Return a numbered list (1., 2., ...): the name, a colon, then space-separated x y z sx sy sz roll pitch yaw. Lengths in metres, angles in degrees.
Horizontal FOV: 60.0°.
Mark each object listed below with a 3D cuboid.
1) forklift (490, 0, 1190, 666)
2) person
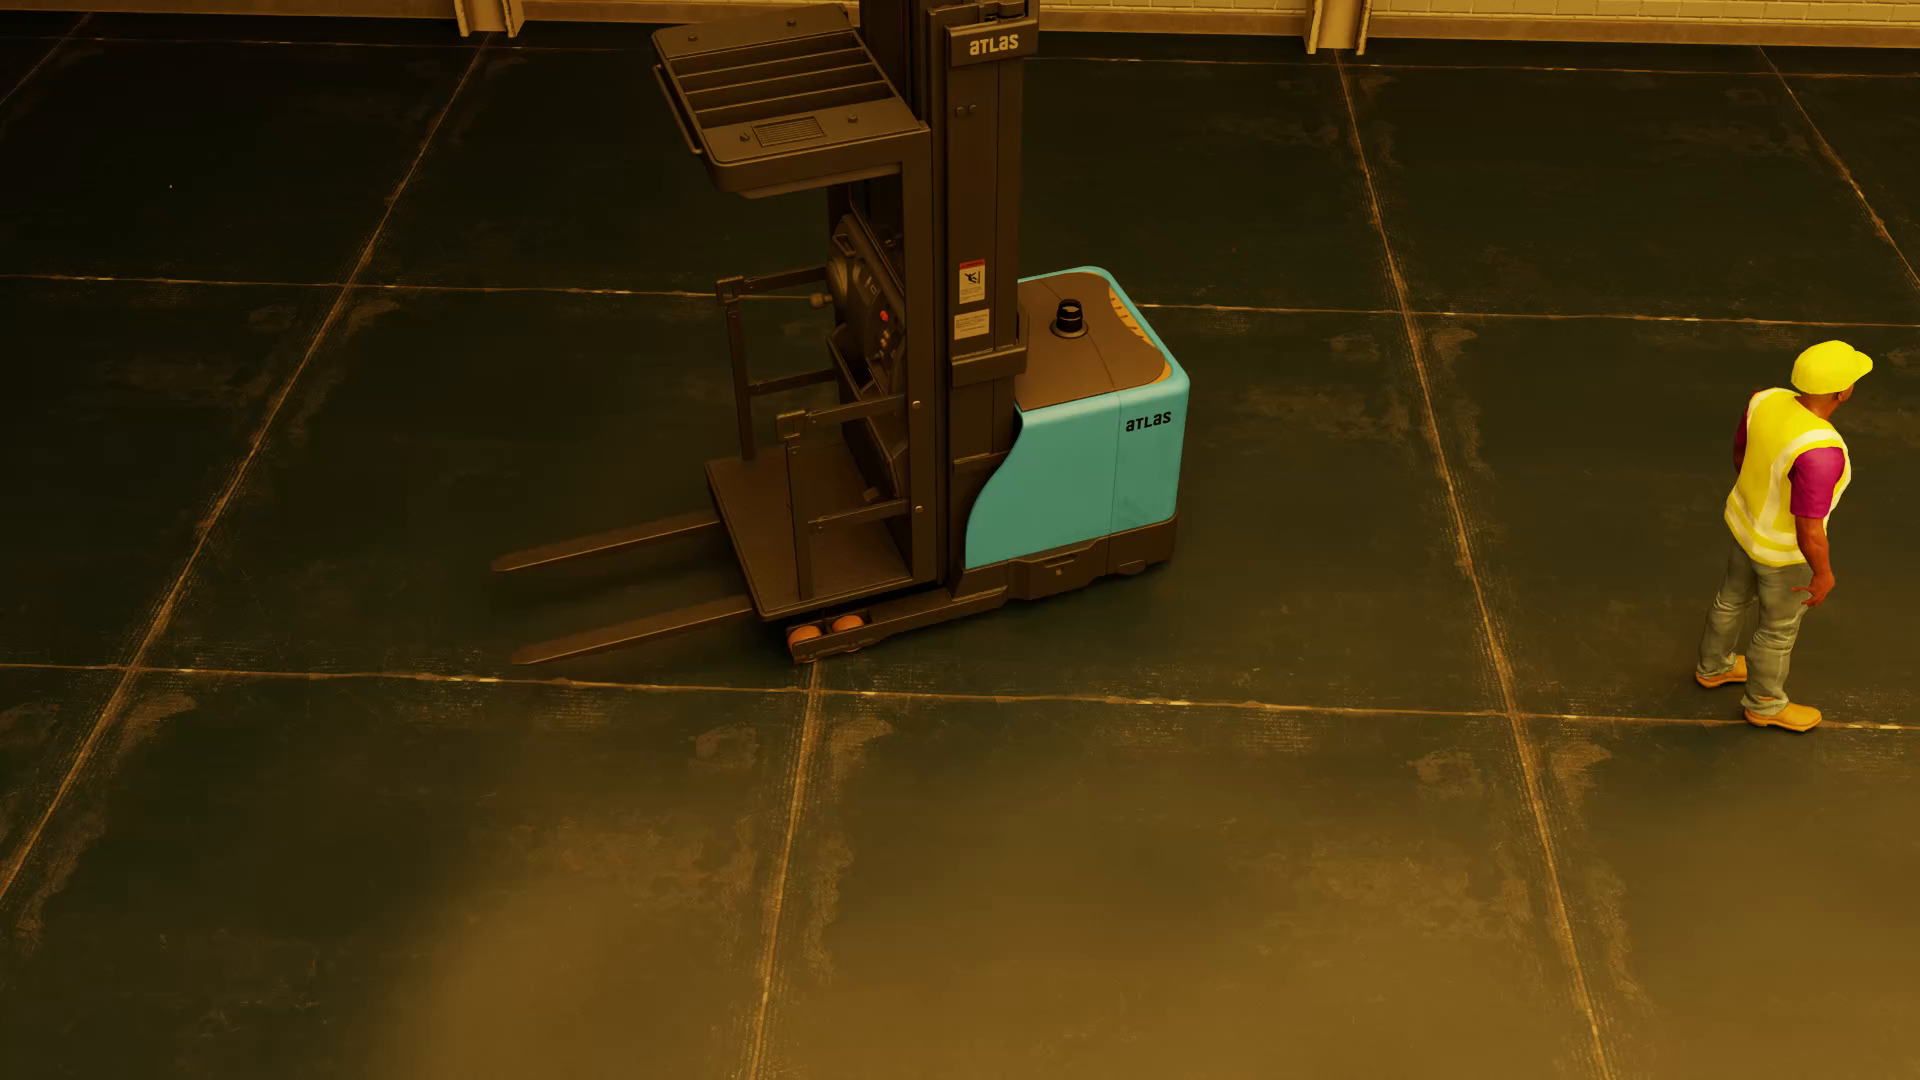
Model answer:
1. forklift: -0.573 -0.945 6.778 3.031 2.935 1.130 -13 44 -14
2. person: 3.328 -0.038 6.637 0.577 1.766 0.666 -4 43 -4
